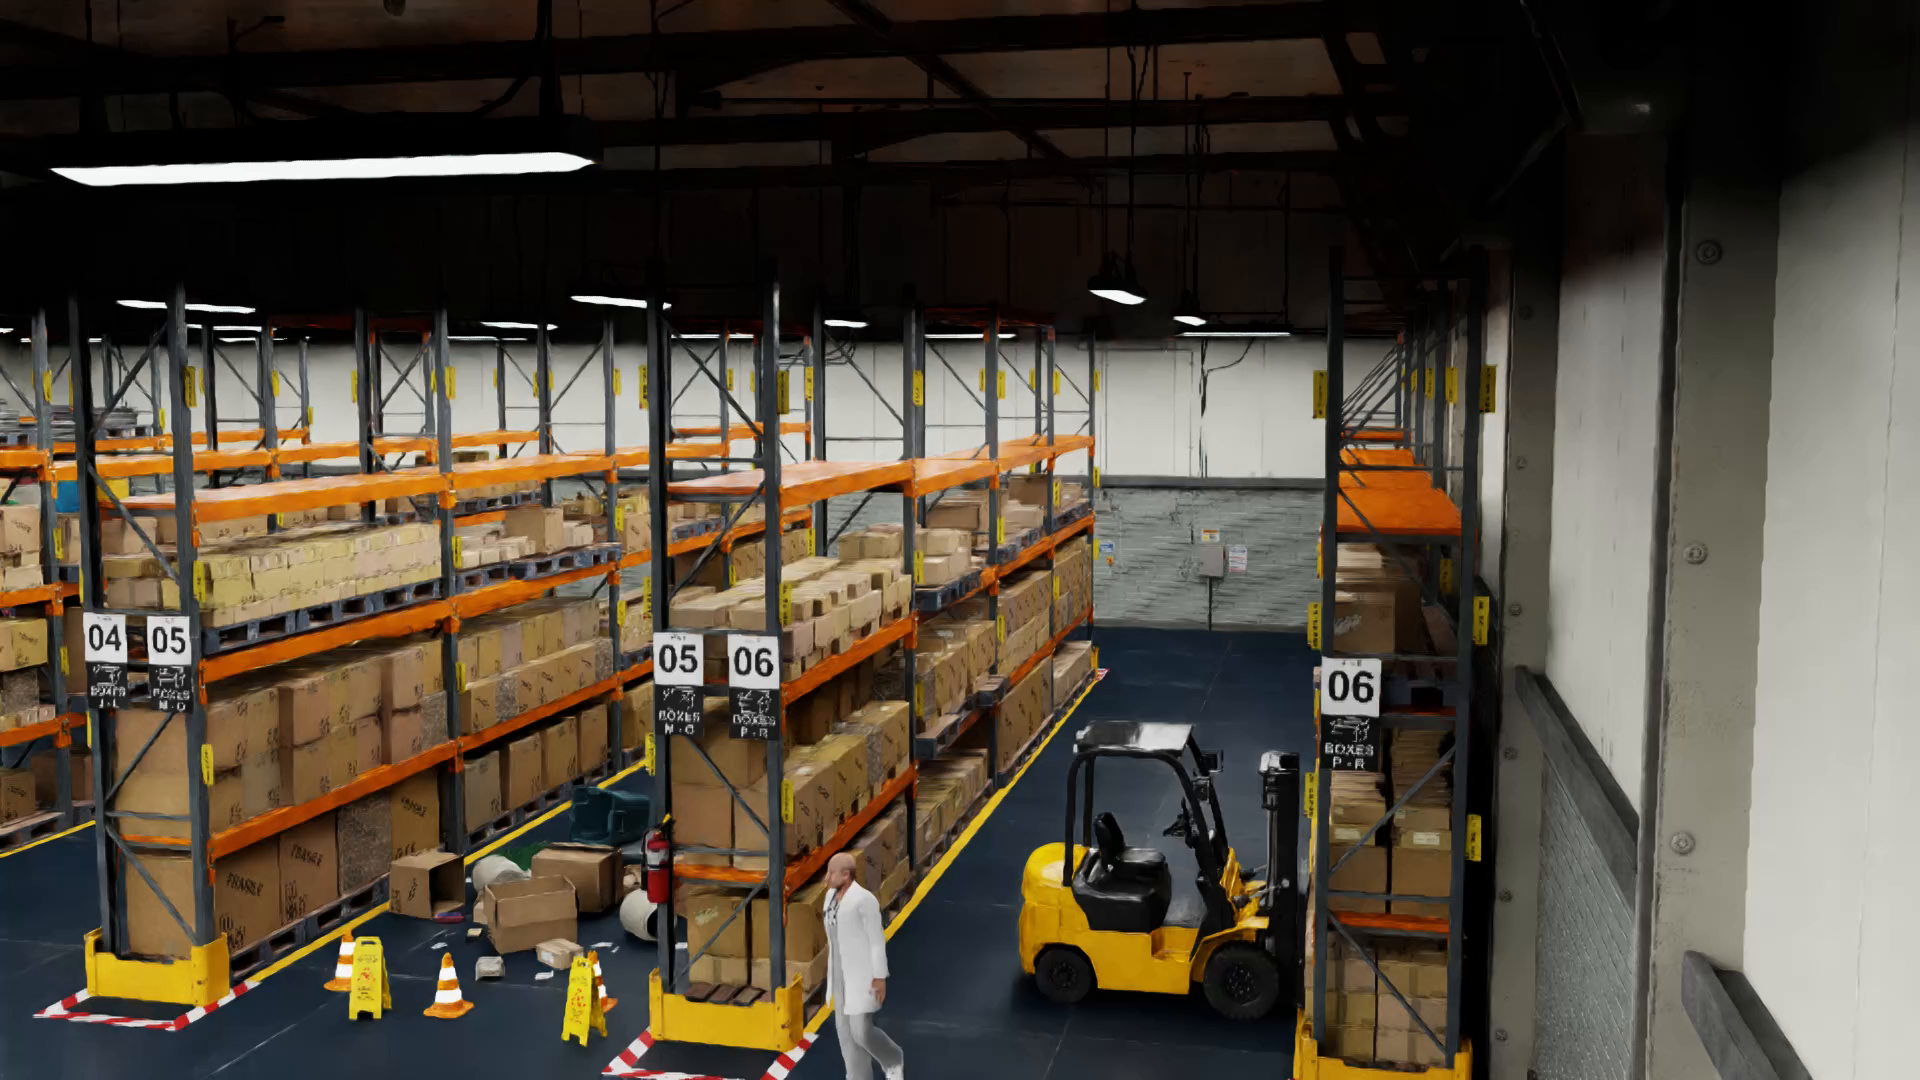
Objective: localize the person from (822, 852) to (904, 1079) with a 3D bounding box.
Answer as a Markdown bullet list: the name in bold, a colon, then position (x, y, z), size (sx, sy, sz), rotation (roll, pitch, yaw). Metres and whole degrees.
- **person**: position (-0.695, 3.088, 11.896), size (0.598, 1.773, 0.619), rotation (-5, 8, -41)
